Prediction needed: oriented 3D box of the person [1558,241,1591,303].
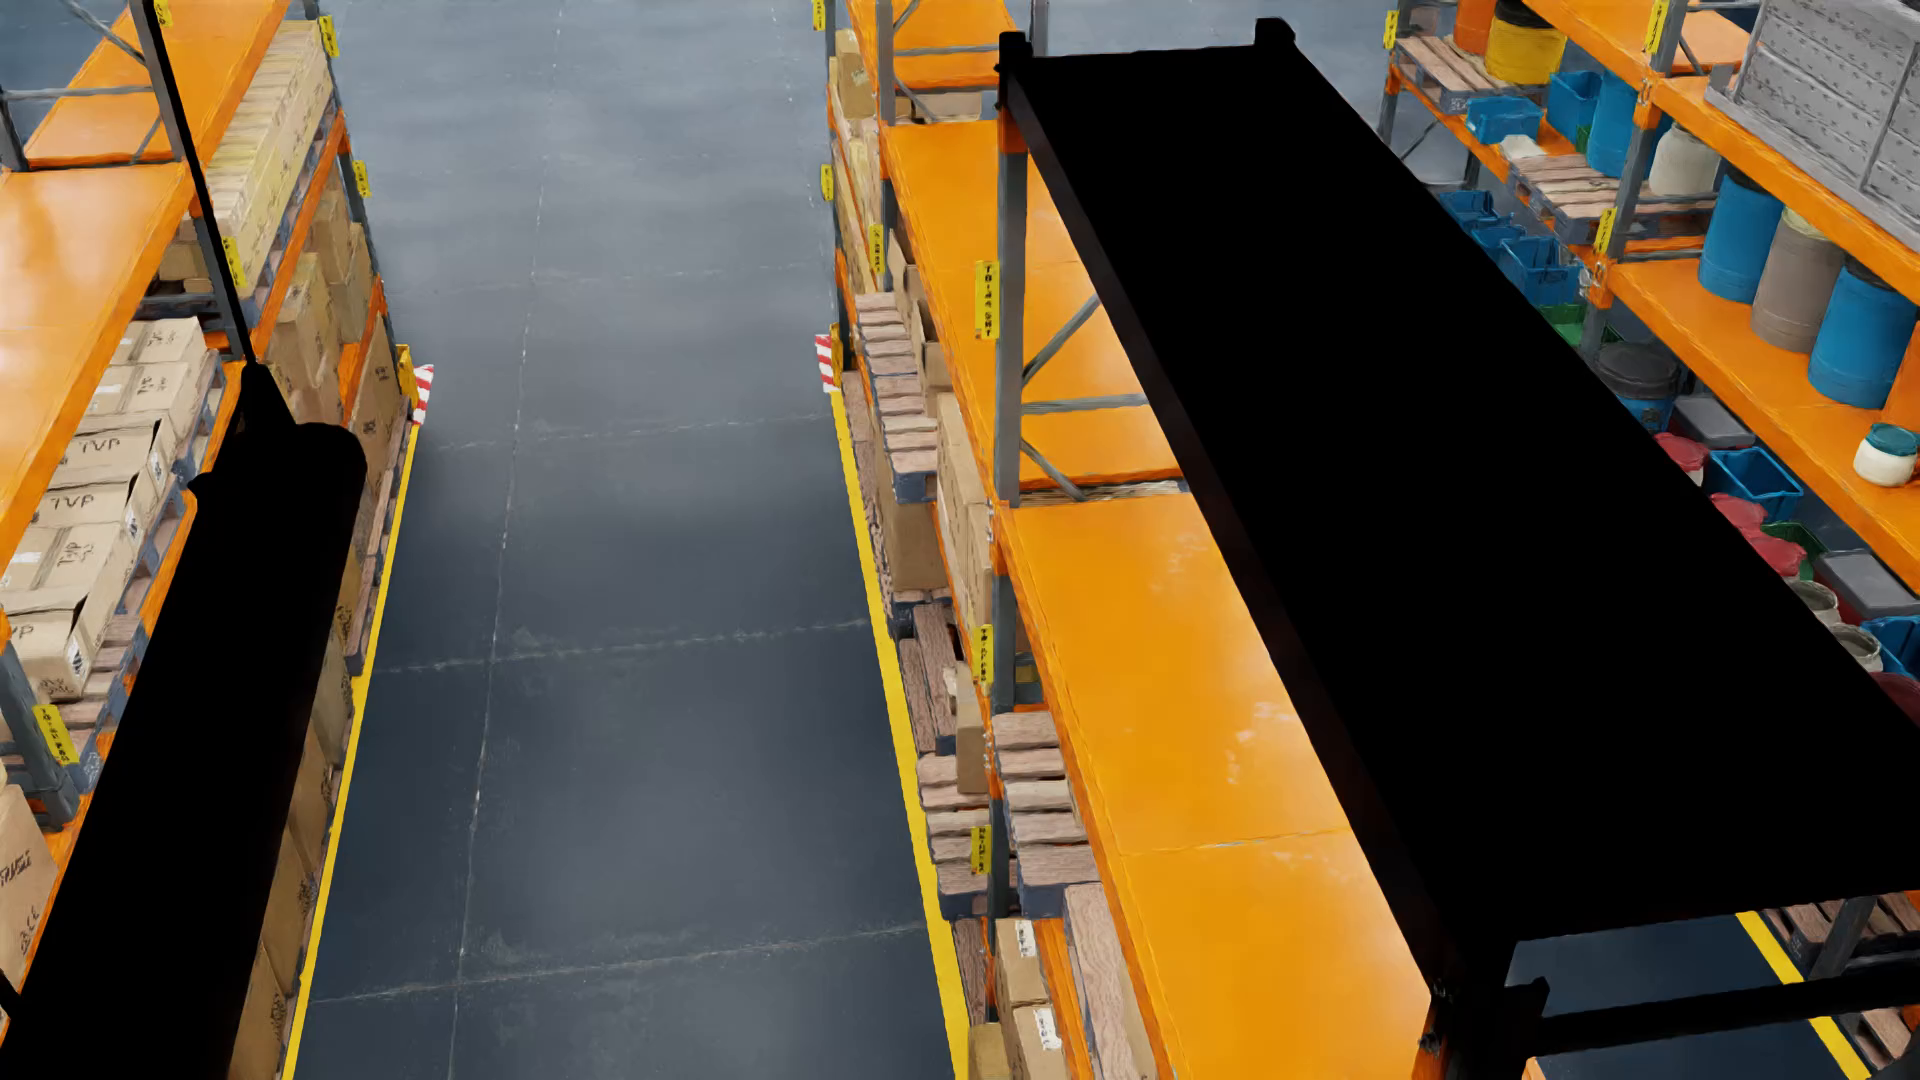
[{"bbox_3d":[6.041,-3.011,16.152,0.519,1.670,0.530,30,46,34],"label":"person"}]
